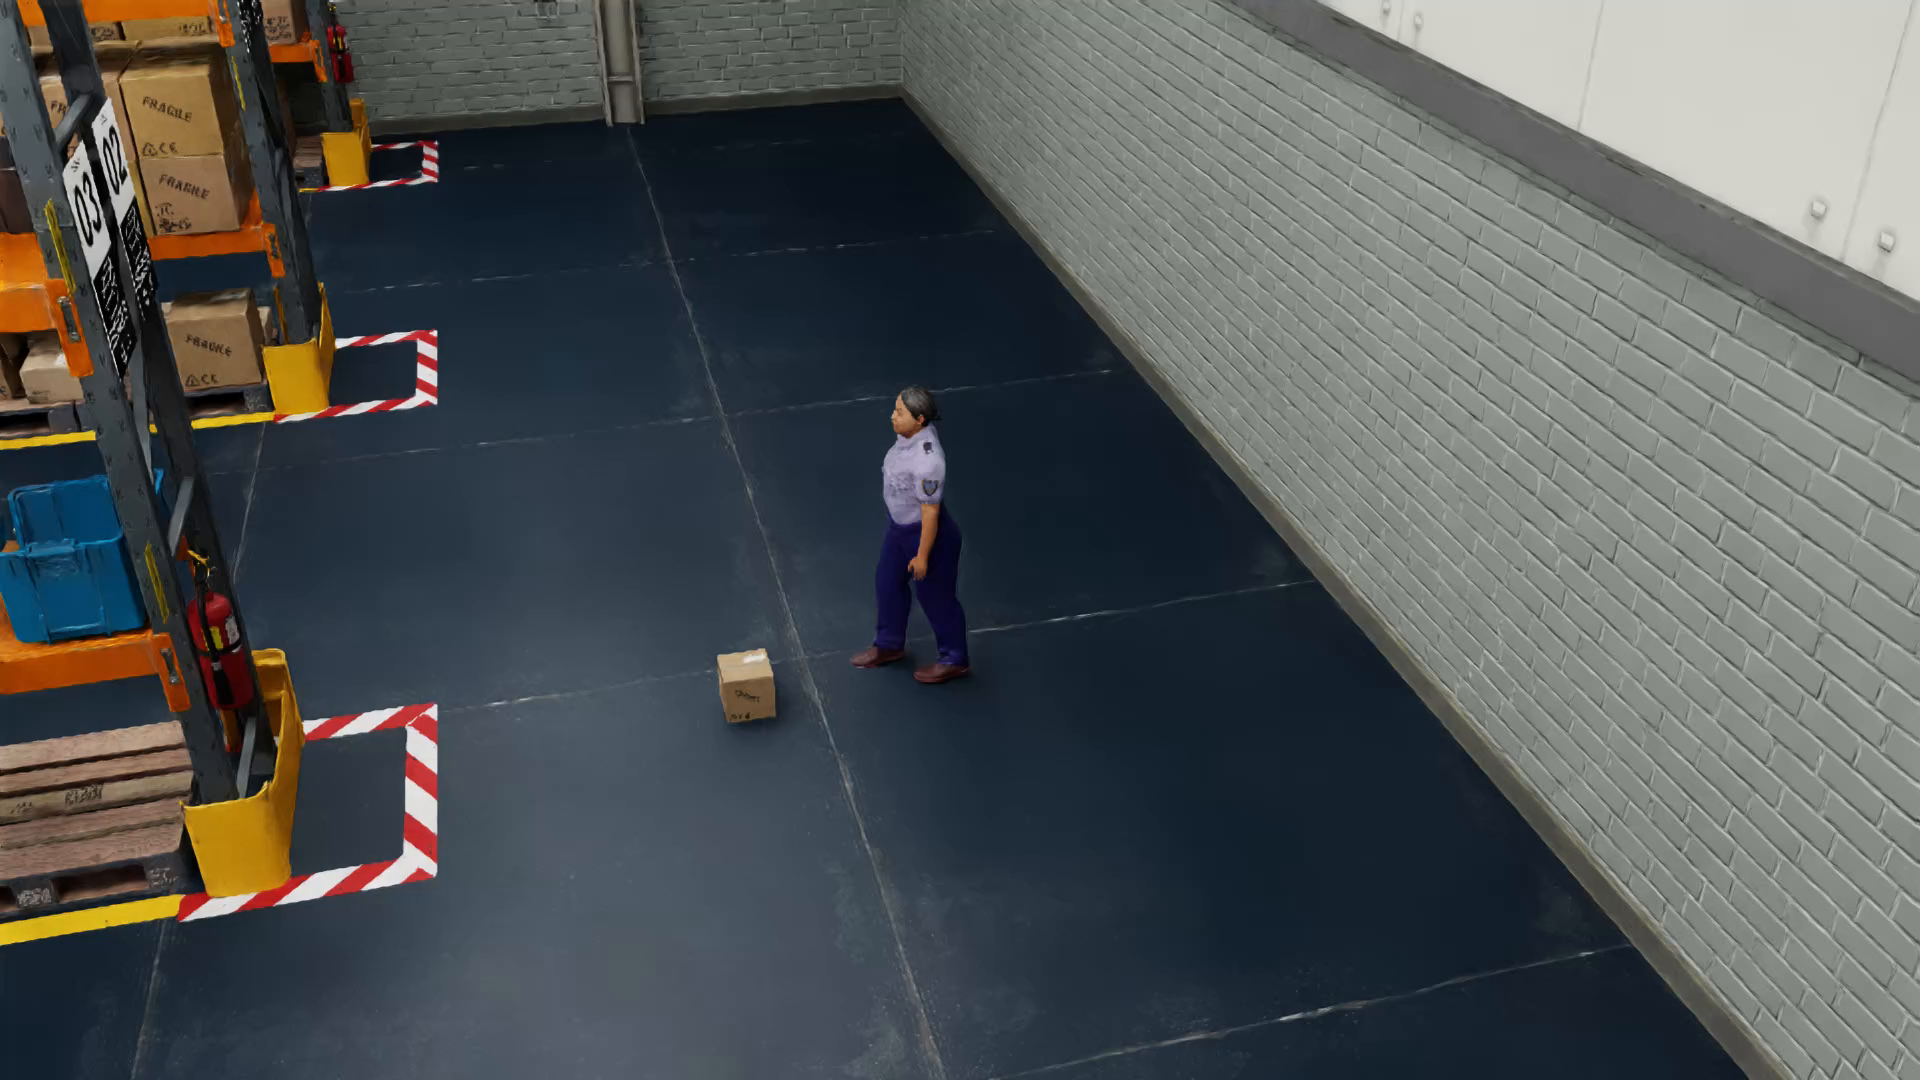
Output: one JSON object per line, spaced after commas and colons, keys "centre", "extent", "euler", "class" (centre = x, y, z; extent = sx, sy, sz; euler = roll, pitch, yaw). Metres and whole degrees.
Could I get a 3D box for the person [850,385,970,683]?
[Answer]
{"centre": [-0.250, 0.004, 8.261], "extent": [0.581, 1.653, 0.496], "euler": [-8, 31, -13], "class": "person"}
